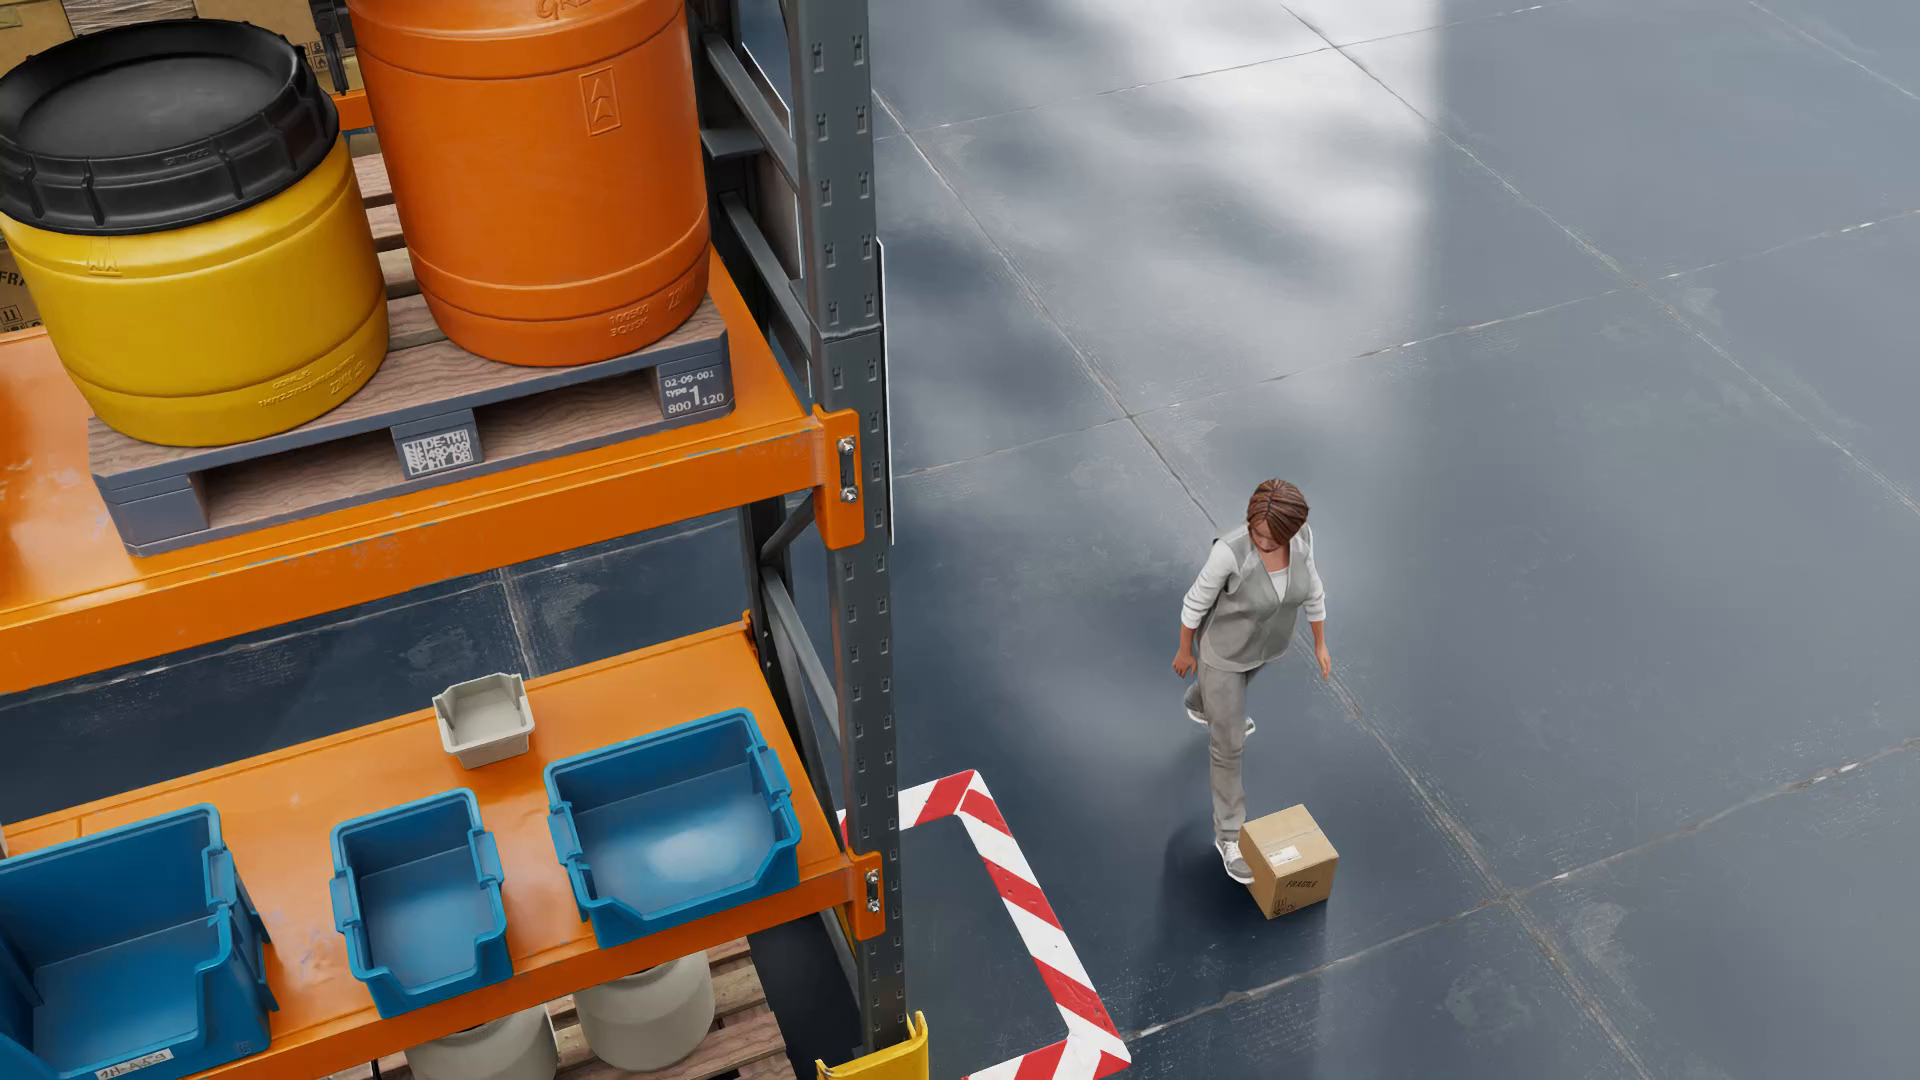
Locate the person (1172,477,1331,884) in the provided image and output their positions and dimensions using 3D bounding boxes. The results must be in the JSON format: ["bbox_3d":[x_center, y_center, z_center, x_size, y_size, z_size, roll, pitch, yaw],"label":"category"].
[{"bbox_3d":[1.020,0.374,5.756,0.538,1.545,0.799,-23,47,-23],"label":"person"}]
